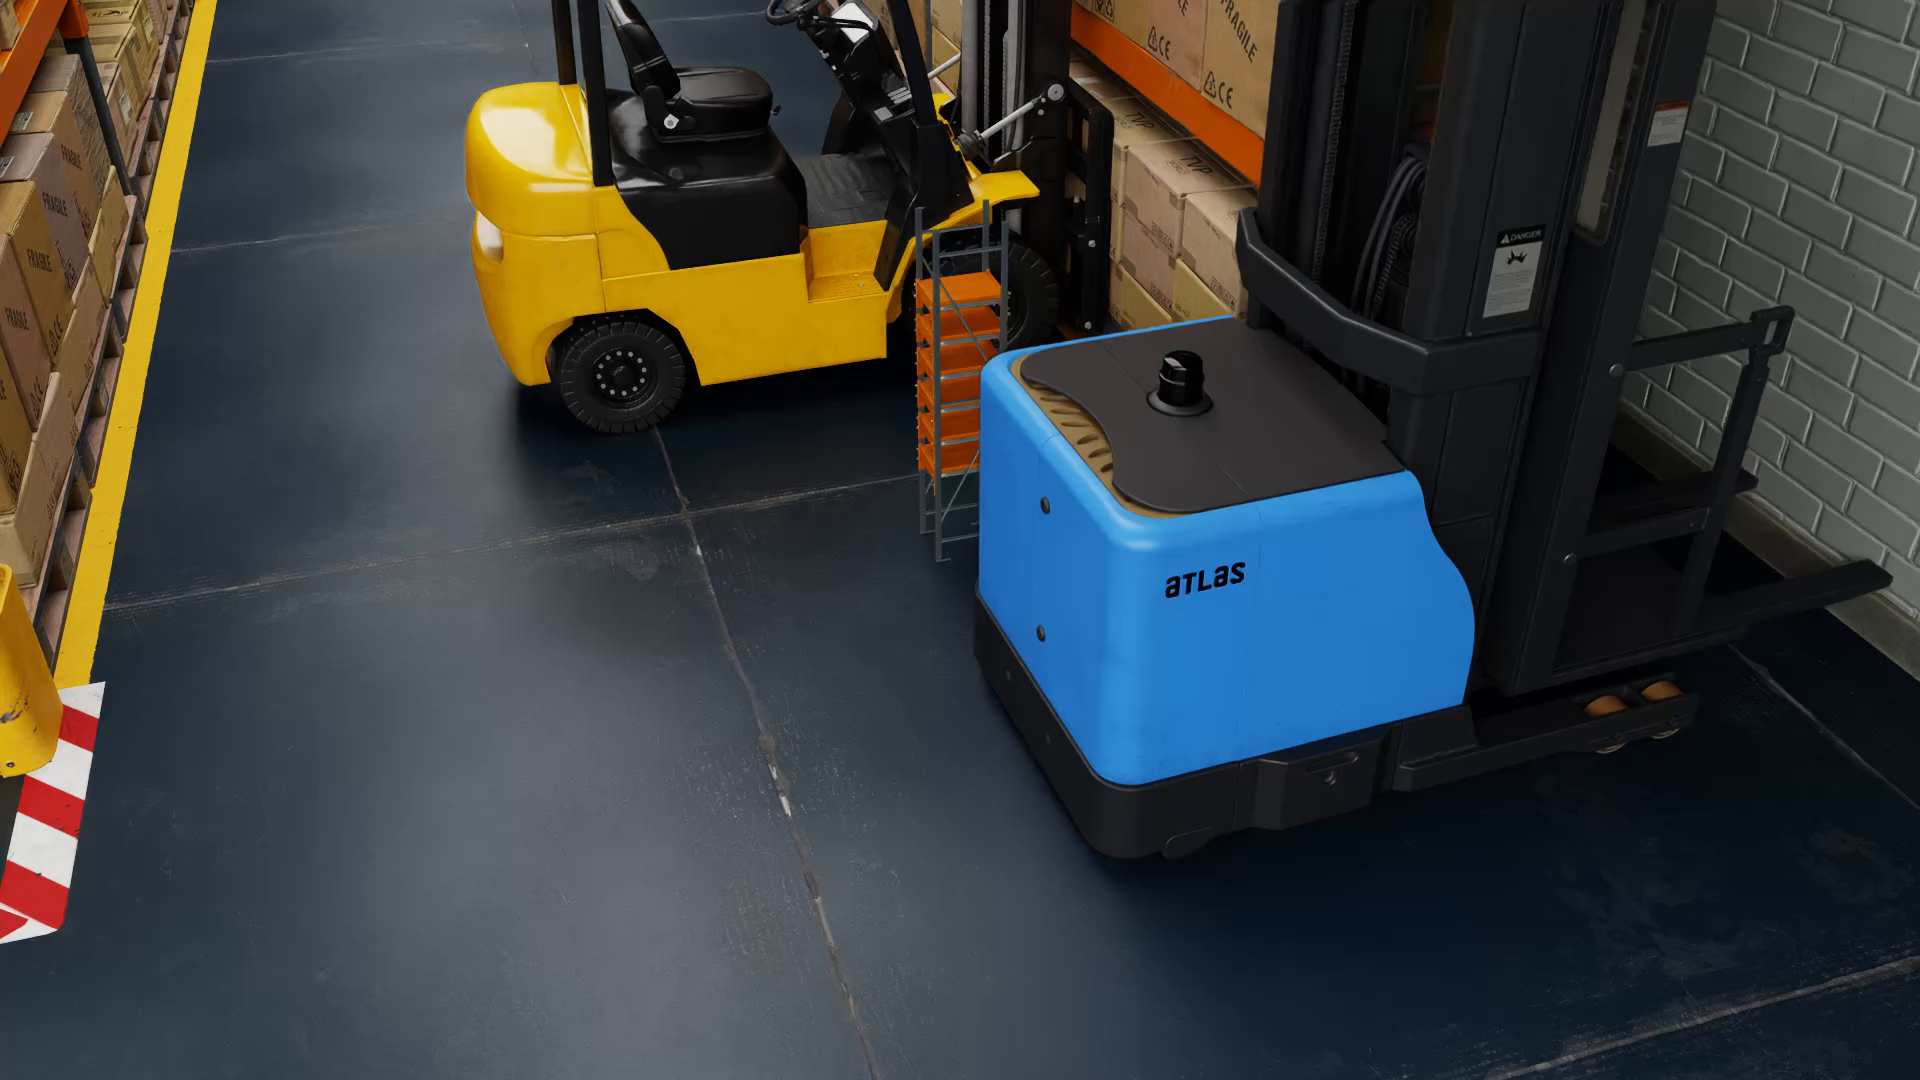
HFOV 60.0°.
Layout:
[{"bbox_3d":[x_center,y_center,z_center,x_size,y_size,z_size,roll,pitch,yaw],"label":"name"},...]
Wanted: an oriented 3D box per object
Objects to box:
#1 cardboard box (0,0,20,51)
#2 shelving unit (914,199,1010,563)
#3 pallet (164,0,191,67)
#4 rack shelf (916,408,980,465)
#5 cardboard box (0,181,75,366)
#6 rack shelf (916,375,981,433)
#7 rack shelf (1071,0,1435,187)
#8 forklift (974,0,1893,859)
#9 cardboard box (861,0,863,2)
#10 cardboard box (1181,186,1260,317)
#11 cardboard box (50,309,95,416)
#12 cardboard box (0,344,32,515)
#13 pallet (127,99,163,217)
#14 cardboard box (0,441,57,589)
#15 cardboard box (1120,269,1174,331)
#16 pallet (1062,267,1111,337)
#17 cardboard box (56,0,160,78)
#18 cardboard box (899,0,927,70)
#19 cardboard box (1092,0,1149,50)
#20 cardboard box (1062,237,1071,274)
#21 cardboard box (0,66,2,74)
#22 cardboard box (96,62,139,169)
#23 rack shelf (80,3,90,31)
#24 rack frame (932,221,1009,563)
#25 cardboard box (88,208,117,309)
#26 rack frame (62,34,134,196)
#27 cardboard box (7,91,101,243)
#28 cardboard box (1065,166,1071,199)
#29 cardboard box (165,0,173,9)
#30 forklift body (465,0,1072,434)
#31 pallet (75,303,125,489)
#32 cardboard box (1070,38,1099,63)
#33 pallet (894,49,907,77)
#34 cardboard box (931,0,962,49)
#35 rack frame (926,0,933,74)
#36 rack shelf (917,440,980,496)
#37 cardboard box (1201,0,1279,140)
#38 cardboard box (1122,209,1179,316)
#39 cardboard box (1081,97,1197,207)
[{"bbox_3d":[-3.705,-1.894,6.124,0.380,0.149,0.250,-11,35,-15],"label":"cardboard box"},{"bbox_3d":[0.004,-0.493,5.408,0.258,1.200,0.189,-10,35,-15],"label":"shelving unit"},{"bbox_3d":[-5.390,-3.176,10.364,1.003,0.211,1.213,-10,35,-15],"label":"pallet"},{"bbox_3d":[0.004,-0.356,5.498,0.258,0.103,0.180,-10,35,-15],"label":"rack shelf"},{"bbox_3d":[-3.486,-0.911,5.841,0.500,0.500,0.500,-9,35,-14],"label":"cardboard box"},{"bbox_3d":[0.004,-0.456,5.432,0.258,0.103,0.180,-10,35,-15],"label":"rack shelf"},{"bbox_3d":[0.929,-2.136,6.914,1.077,0.370,4.000,-10,35,-15],"label":"rack shelf"},{"bbox_3d":[1.615,-0.868,4.405,3.031,2.935,1.130,-11,35,-17],"label":"forklift"},{"bbox_3d":[-0.311,-3.746,10.471,0.875,0.625,0.625,-11,35,-17],"label":"cardboard box"},{"bbox_3d":[1.102,-1.021,5.780,0.500,0.250,0.500,-9,34,-13],"label":"cardboard box"},{"bbox_3d":[-3.496,-0.601,6.052,0.500,0.250,0.500,-8,34,-12],"label":"cardboard box"},{"bbox_3d":[-3.177,-0.373,5.026,0.500,0.500,0.500,-11,35,-16],"label":"cardboard box"},{"bbox_3d":[-4.646,-1.895,8.426,1.003,0.211,1.213,-10,35,-15],"label":"pallet"},{"bbox_3d":[-3.169,-0.047,5.214,0.500,0.250,0.500,-10,35,-15],"label":"cardboard box"},{"bbox_3d":[0.952,-0.870,6.459,0.500,0.250,0.500,-10,35,-15],"label":"cardboard box"},{"bbox_3d":[0.898,-1.257,7.460,1.003,0.211,1.213,-10,35,-15],"label":"pallet"},{"bbox_3d":[-5.005,-2.745,9.186,0.950,0.372,0.625,-9,34,-13],"label":"cardboard box"},{"bbox_3d":[0.149,-2.943,9.256,0.875,0.625,0.625,-8,34,-13],"label":"cardboard box"},{"bbox_3d":[0.833,-2.185,6.245,0.500,0.500,0.500,-11,35,-16],"label":"cardboard box"},{"bbox_3d":[0.629,-1.403,7.266,0.500,0.250,0.500,-9,34,-13],"label":"cardboard box"},{"bbox_3d":[-3.543,-1.626,5.718,0.380,0.149,0.250,-10,35,-14],"label":"cardboard box"},{"bbox_3d":[-4.569,-2.003,8.063,0.950,0.372,0.625,-10,35,-14],"label":"cardboard box"},{"bbox_3d":[-5.017,-3.399,8.826,1.077,0.370,4.000,-10,35,-15],"label":"rack shelf"},{"bbox_3d":[0.032,-0.445,5.335,0.240,1.200,0.006,-10,35,-15],"label":"rack frame"},{"bbox_3d":[-3.798,-1.134,6.859,0.500,0.250,0.500,-11,35,-16],"label":"cardboard box"},{"bbox_3d":[-4.407,-2.649,7.039,1.000,3.000,0.127,-10,35,-15],"label":"rack frame"},{"bbox_3d":[-3.814,-1.458,6.669,0.500,0.500,0.500,-9,35,-14],"label":"cardboard box"},{"bbox_3d":[0.624,-1.622,7.143,0.500,0.250,0.500,-10,35,-15],"label":"cardboard box"},{"bbox_3d":[-5.464,-3.530,10.374,0.950,0.372,0.625,-12,35,-18],"label":"cardboard box"},{"bbox_3d":[-0.776,-1.721,6.403,2.313,2.155,1.214,-10,35,-15],"label":"forklift body"},{"bbox_3d":[-3.792,-0.498,6.312,1.003,0.211,1.213,-10,35,-15],"label":"pallet"},{"bbox_3d":[0.477,-2.095,7.406,0.500,0.250,0.500,-9,34,-13],"label":"cardboard box"},{"bbox_3d":[0.057,-2.703,9.649,1.003,0.211,1.213,-10,35,-15],"label":"pallet"},{"bbox_3d":[0.168,-2.625,8.207,0.500,0.250,0.500,-11,35,-15],"label":"cardboard box"},{"bbox_3d":[0.319,-3.486,8.305,1.000,3.000,0.127,-10,35,-15],"label":"rack frame"},{"bbox_3d":[0.004,-0.256,5.565,0.258,0.103,0.180,-10,35,-15],"label":"rack shelf"},{"bbox_3d":[1.139,-1.642,5.423,0.500,0.500,0.500,-11,35,-16],"label":"cardboard box"},{"bbox_3d":[0.950,-1.091,6.340,0.500,0.250,0.500,-10,35,-15],"label":"cardboard box"},{"bbox_3d":[0.777,-1.551,6.582,0.500,0.250,0.500,-10,35,-14],"label":"cardboard box"}]
